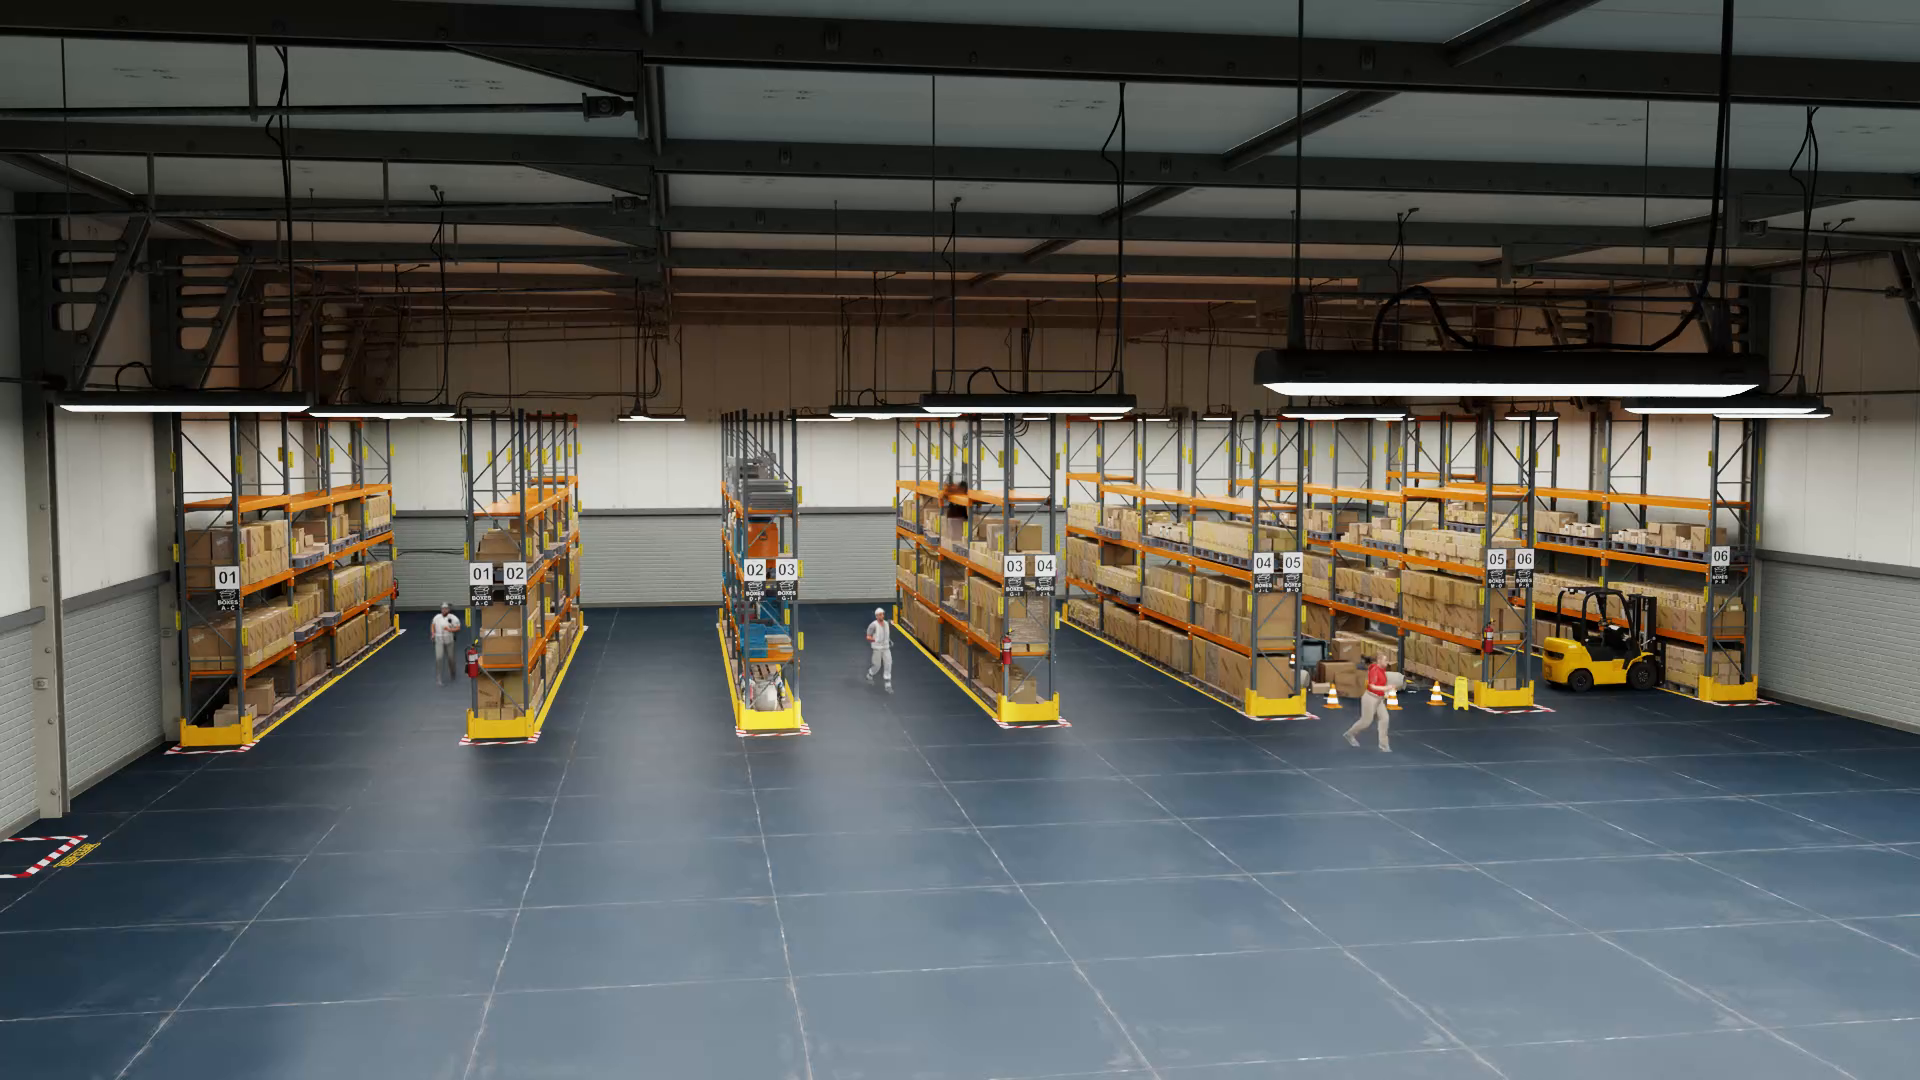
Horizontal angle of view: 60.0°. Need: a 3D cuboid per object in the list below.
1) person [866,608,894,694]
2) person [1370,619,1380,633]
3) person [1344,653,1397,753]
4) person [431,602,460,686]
[{"bbox_3d":[-1.705,2.345,35.511,0.655,1.793,0.985,-3,5,-33],"label":"person"},{"bbox_3d":[10.887,1.820,43.588,0.707,1.739,0.566,-1,4,-8],"label":"person"},{"bbox_3d":[7.197,2.866,29.125,0.952,1.790,0.677,3,5,33],"label":"person"},{"bbox_3d":[-11.340,2.258,36.653,0.653,1.799,0.879,-1,4,-9],"label":"person"}]
